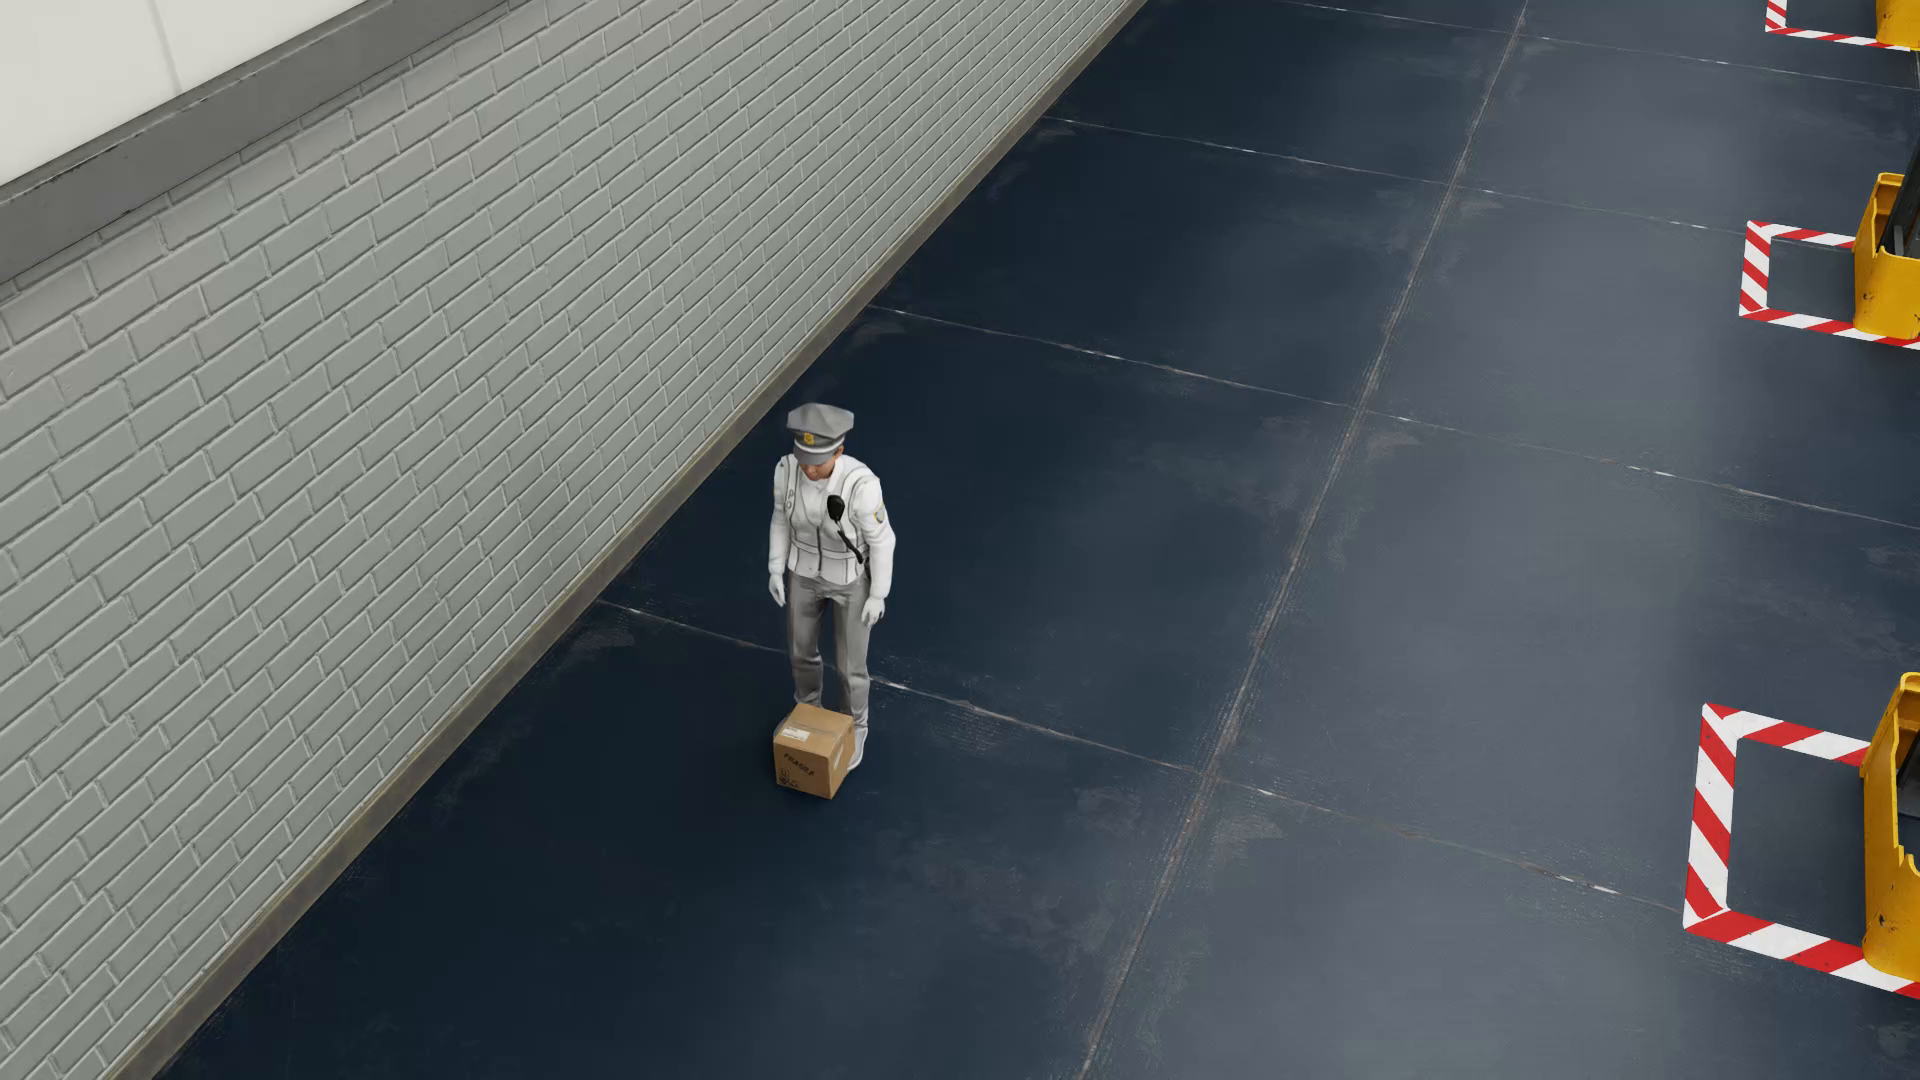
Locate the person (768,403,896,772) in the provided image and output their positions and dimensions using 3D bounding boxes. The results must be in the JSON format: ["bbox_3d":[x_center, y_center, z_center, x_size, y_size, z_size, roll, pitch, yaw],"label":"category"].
[{"bbox_3d":[-0.521,0.180,6.583,0.517,1.663,0.412,13,40,16],"label":"person"}]
